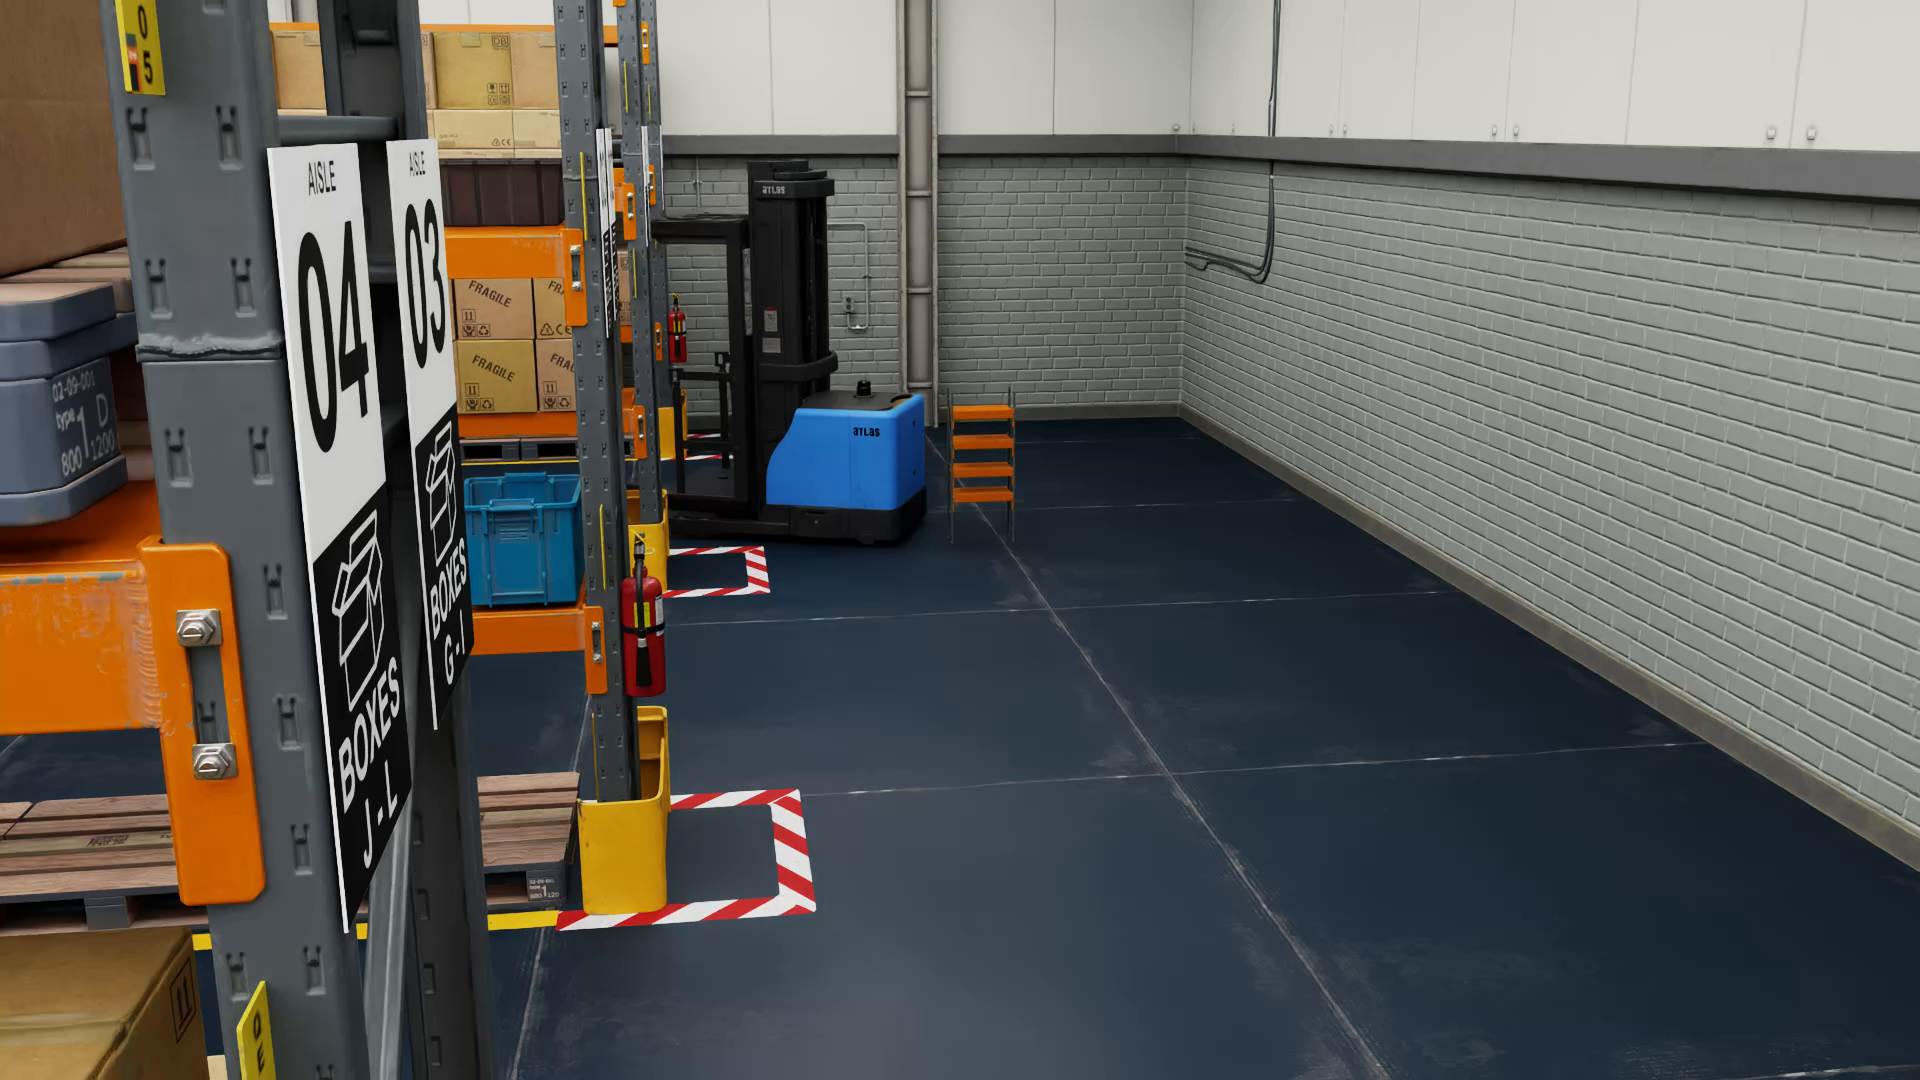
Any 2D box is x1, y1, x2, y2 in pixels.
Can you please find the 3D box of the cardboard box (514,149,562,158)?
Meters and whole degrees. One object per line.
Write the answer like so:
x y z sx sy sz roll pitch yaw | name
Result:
-2.719 -2.516 11.229 0.500 0.250 0.500 -2 14 -8 | cardboard box

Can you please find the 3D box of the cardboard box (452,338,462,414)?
-3.659 -1.146 11.420 0.500 0.500 0.500 -2 14 -8 | cardboard box

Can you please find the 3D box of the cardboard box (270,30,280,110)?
-4.721 -3.090 10.948 0.500 0.500 0.700 -2 14 -8 | cardboard box

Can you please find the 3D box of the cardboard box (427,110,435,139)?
-3.709 -2.725 11.036 0.500 0.250 0.500 -2 14 -8 | cardboard box

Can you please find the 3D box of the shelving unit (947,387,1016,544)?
0.164 -0.588 13.100 0.503 1.200 0.258 -2 14 -8 | shelving unit

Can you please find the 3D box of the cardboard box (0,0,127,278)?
-1.284 -0.557 1.834 0.500 0.500 0.700 -3 14 -12 | cardboard box

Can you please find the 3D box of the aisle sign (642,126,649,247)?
-2.137 -2.405 11.303 0.004 0.787 0.394 -2 14 -8 | aisle sign

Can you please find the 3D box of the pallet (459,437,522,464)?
-4.974 -0.963 16.629 1.213 0.211 1.003 -2 14 -8 | pallet

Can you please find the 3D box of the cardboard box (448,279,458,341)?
-3.660 -1.628 11.288 0.500 0.500 0.500 -2 14 -7 | cardboard box

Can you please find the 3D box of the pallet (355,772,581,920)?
-2.337 1.349 7.409 1.213 0.211 1.003 -2 14 -8 | pallet

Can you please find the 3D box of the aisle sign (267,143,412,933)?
-0.662 -0.024 1.807 0.004 0.787 0.394 -2 14 -8 | aisle sign

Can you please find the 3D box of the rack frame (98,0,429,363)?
-0.778 -1.743 1.671 0.127 3.000 1.000 -2 14 -8 | rack frame

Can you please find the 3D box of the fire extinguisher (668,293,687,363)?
-2.774 -2.083 16.288 0.183 0.674 0.296 -2 14 -8 | fire extinguisher

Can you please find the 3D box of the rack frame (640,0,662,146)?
-2.992 -5.317 15.924 0.127 3.000 1.000 -2 14 -8 | rack frame

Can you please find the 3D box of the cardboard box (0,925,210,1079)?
-1.220 0.813 1.969 0.500 0.500 0.500 -2 14 -8 | cardboard box

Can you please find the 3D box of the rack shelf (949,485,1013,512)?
0.164 -0.330 13.164 0.480 0.148 0.258 -2 14 -8 | rack shelf

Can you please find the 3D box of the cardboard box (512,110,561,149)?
-2.720 -2.760 11.177 0.500 0.250 0.500 -2 14 -8 | cardboard box

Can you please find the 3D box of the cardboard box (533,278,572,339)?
-2.649 -1.667 11.441 0.500 0.500 0.500 -2 14 -9 | cardboard box

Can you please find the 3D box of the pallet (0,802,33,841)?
-4.750 1.437 7.056 1.213 0.211 1.003 -2 14 -8 | pallet

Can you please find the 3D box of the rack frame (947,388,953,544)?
-0.078 -0.579 13.065 0.015 1.200 0.240 -2 14 -8 | rack frame

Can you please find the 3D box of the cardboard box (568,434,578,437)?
-3.669 -1.349 16.710 0.500 0.500 0.700 -2 14 -8 | cardboard box

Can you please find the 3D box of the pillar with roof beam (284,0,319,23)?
-5.742 -4.370 12.148 0.400 9.000 9.100 -2 14 -8 | pillar with roof beam

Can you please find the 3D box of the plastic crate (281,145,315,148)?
-3.067 -1.460 6.837 0.767 0.338 0.504 -2 14 -8 | plastic crate

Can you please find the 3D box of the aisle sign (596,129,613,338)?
-1.401 -1.217 6.565 0.004 0.787 0.394 -2 14 -8 | aisle sign

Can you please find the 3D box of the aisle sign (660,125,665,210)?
-2.876 -3.599 16.060 0.004 0.787 0.394 -2 14 -8 | aisle sign

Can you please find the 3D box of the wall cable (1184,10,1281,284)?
2.654 -3.930 16.776 0.112 2.526 3.097 -2 14 -8 | wall cable

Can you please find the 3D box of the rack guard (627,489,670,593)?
-2.325 -0.001 12.196 0.348 0.500 1.175 -2 14 -8 | rack guard

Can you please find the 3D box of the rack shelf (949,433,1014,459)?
0.164 -0.740 13.062 0.480 0.148 0.258 -2 14 -8 | rack shelf

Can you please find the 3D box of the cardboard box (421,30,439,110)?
-3.741 -3.140 11.148 0.500 0.500 0.700 -2 14 -8 | cardboard box

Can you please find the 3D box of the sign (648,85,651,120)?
-2.925 -4.122 15.668 0.005 0.325 0.100 -2 14 -8 | sign

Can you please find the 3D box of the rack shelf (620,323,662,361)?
-4.969 -1.986 16.452 4.000 0.370 1.077 -2 14 -8 | rack shelf

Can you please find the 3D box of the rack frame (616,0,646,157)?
-2.250 -4.126 11.173 0.127 3.000 1.000 -2 14 -8 | rack frame

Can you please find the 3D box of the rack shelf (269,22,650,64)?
-4.969 -4.702 15.771 4.000 0.370 1.077 -2 14 -8 | rack shelf

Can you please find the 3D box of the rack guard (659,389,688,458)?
-2.968 -1.196 16.961 0.348 0.500 1.175 -2 14 -8 | rack guard

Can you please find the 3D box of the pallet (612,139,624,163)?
-3.724 -3.790 16.182 1.213 0.211 1.003 -2 14 -8 | pallet

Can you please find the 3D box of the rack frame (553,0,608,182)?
-1.516 -2.934 6.422 0.127 3.000 1.000 -2 14 -8 | rack frame

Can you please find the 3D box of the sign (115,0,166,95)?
-0.711 -0.548 1.416 0.005 0.325 0.100 -2 14 -8 | sign

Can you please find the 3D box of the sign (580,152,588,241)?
-1.418 -1.297 6.274 0.005 0.325 0.100 -2 14 -8 | sign

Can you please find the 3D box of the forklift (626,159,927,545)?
-1.849 -1.550 13.378 3.031 2.935 1.130 3 14 13 | forklift

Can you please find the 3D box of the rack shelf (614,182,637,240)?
-4.228 -2.249 11.337 4.000 0.370 1.077 -2 14 -8 | rack shelf

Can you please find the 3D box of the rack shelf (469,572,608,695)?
-3.493 0.397 6.950 4.000 0.370 1.077 -2 14 -8 | rack shelf

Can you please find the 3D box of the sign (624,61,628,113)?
-2.187 -2.966 10.895 0.005 0.325 0.100 -2 14 -8 | sign

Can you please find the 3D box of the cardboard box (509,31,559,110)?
-2.755 -3.182 11.314 0.500 0.500 0.700 -2 14 -8 | cardboard box

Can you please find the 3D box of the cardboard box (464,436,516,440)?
-4.661 -1.312 16.564 0.500 0.500 0.700 -3 14 -10 | cardboard box

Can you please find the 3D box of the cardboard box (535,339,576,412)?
-2.652 -1.183 11.565 0.500 0.500 0.500 -2 14 -7 | cardboard box
